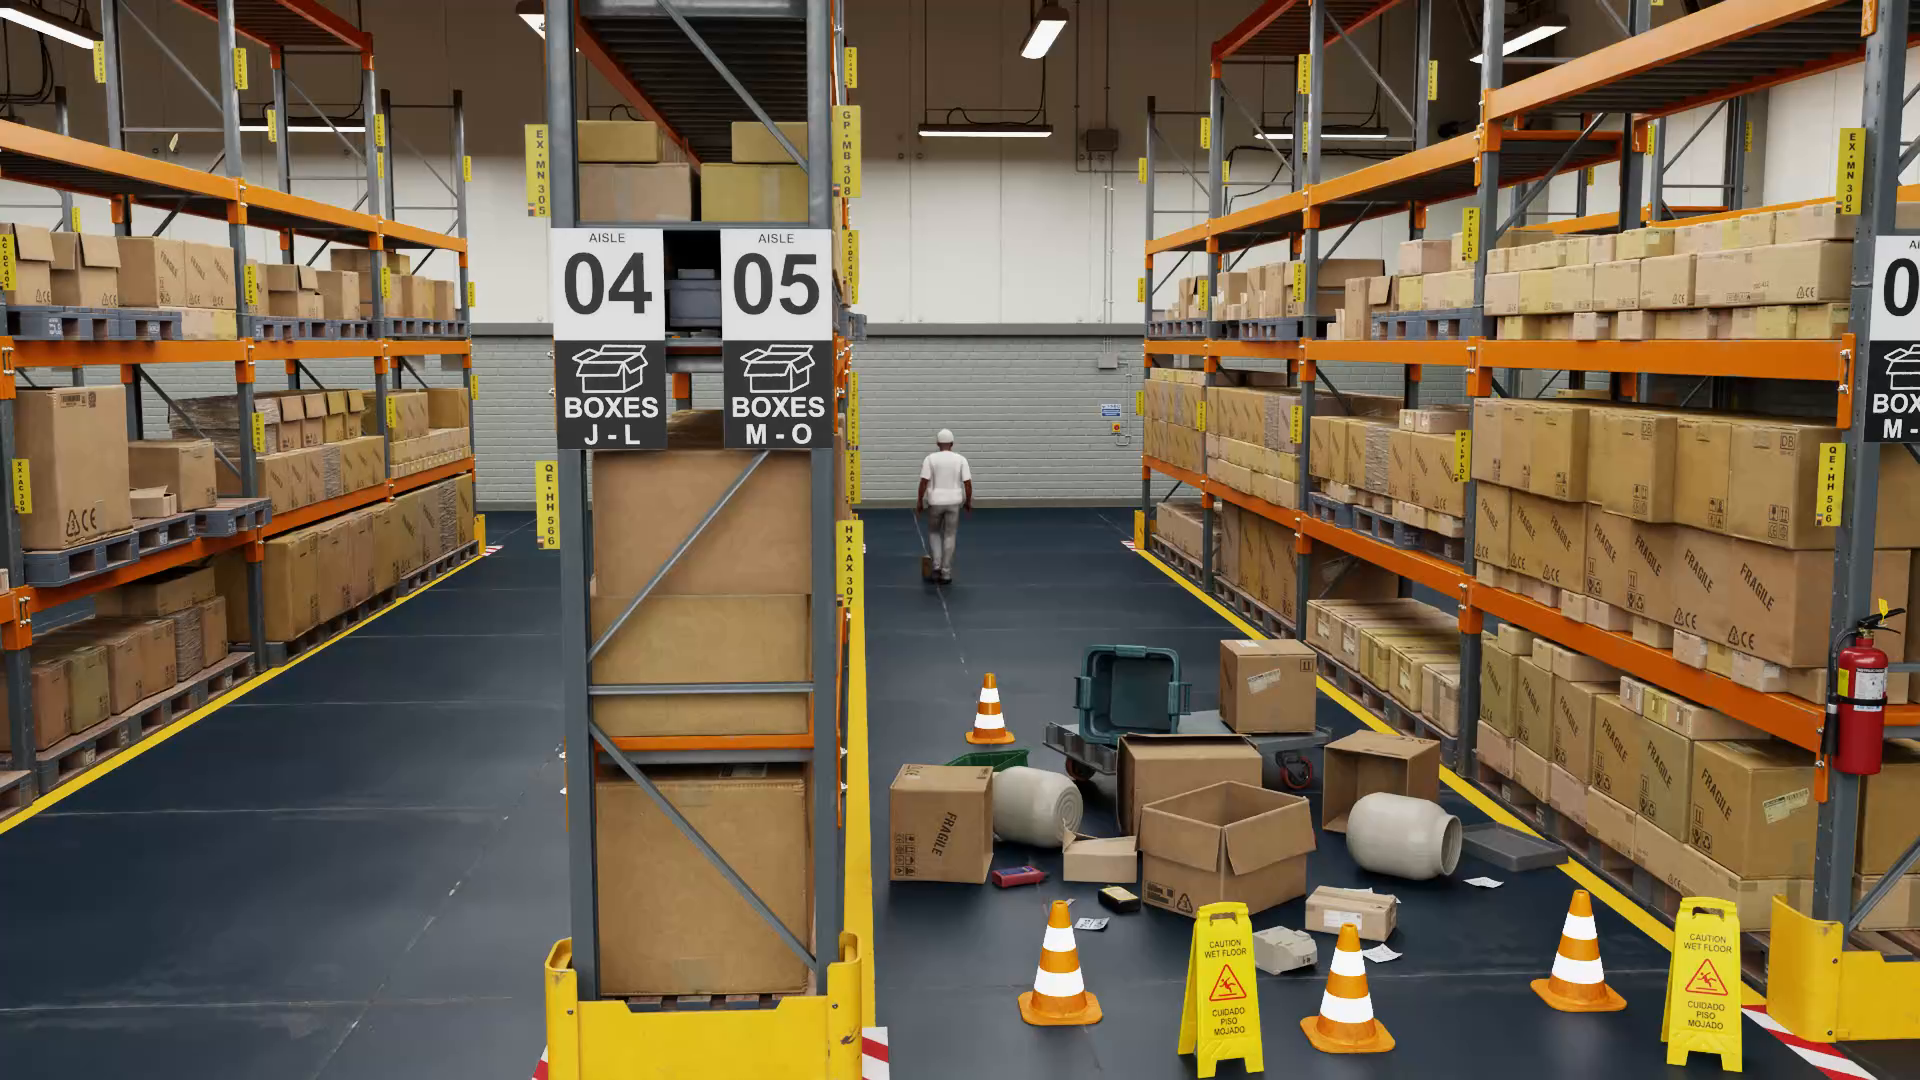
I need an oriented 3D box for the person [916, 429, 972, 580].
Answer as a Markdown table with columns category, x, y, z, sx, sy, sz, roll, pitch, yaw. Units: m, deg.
| category | x | y | z | sx | sy | sz | roll | pitch | yaw |
| --- | --- | --- | --- | --- | --- | --- | --- | --- | --- |
| person | -0.185 | -0.401 | 19.502 | 0.653 | 1.800 | 0.549 | 0 | 7 | 0 |
